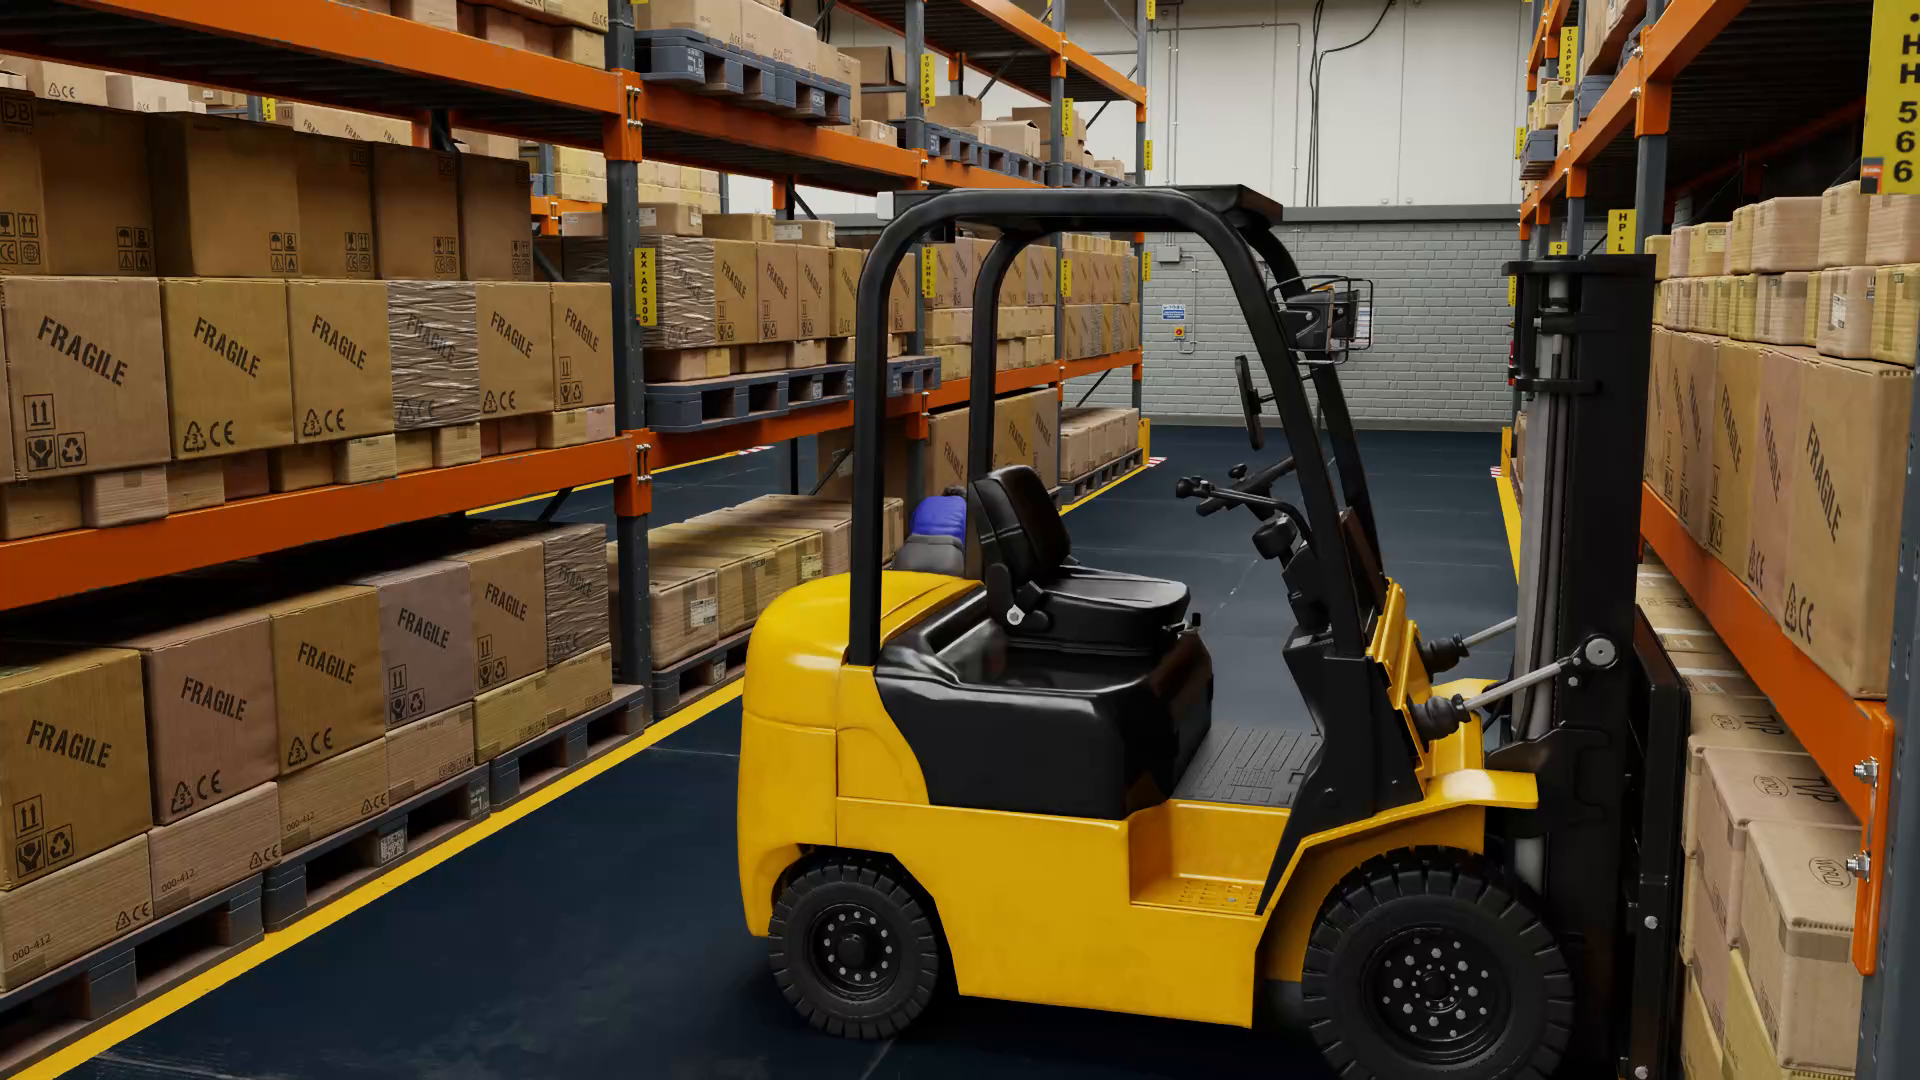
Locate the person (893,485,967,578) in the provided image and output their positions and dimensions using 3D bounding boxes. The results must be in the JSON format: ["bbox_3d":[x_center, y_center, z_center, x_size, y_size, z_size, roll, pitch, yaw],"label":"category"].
[{"bbox_3d":[-0.079,0.222,8.311,0.472,0.944,0.865,2,9,14],"label":"person"}]
